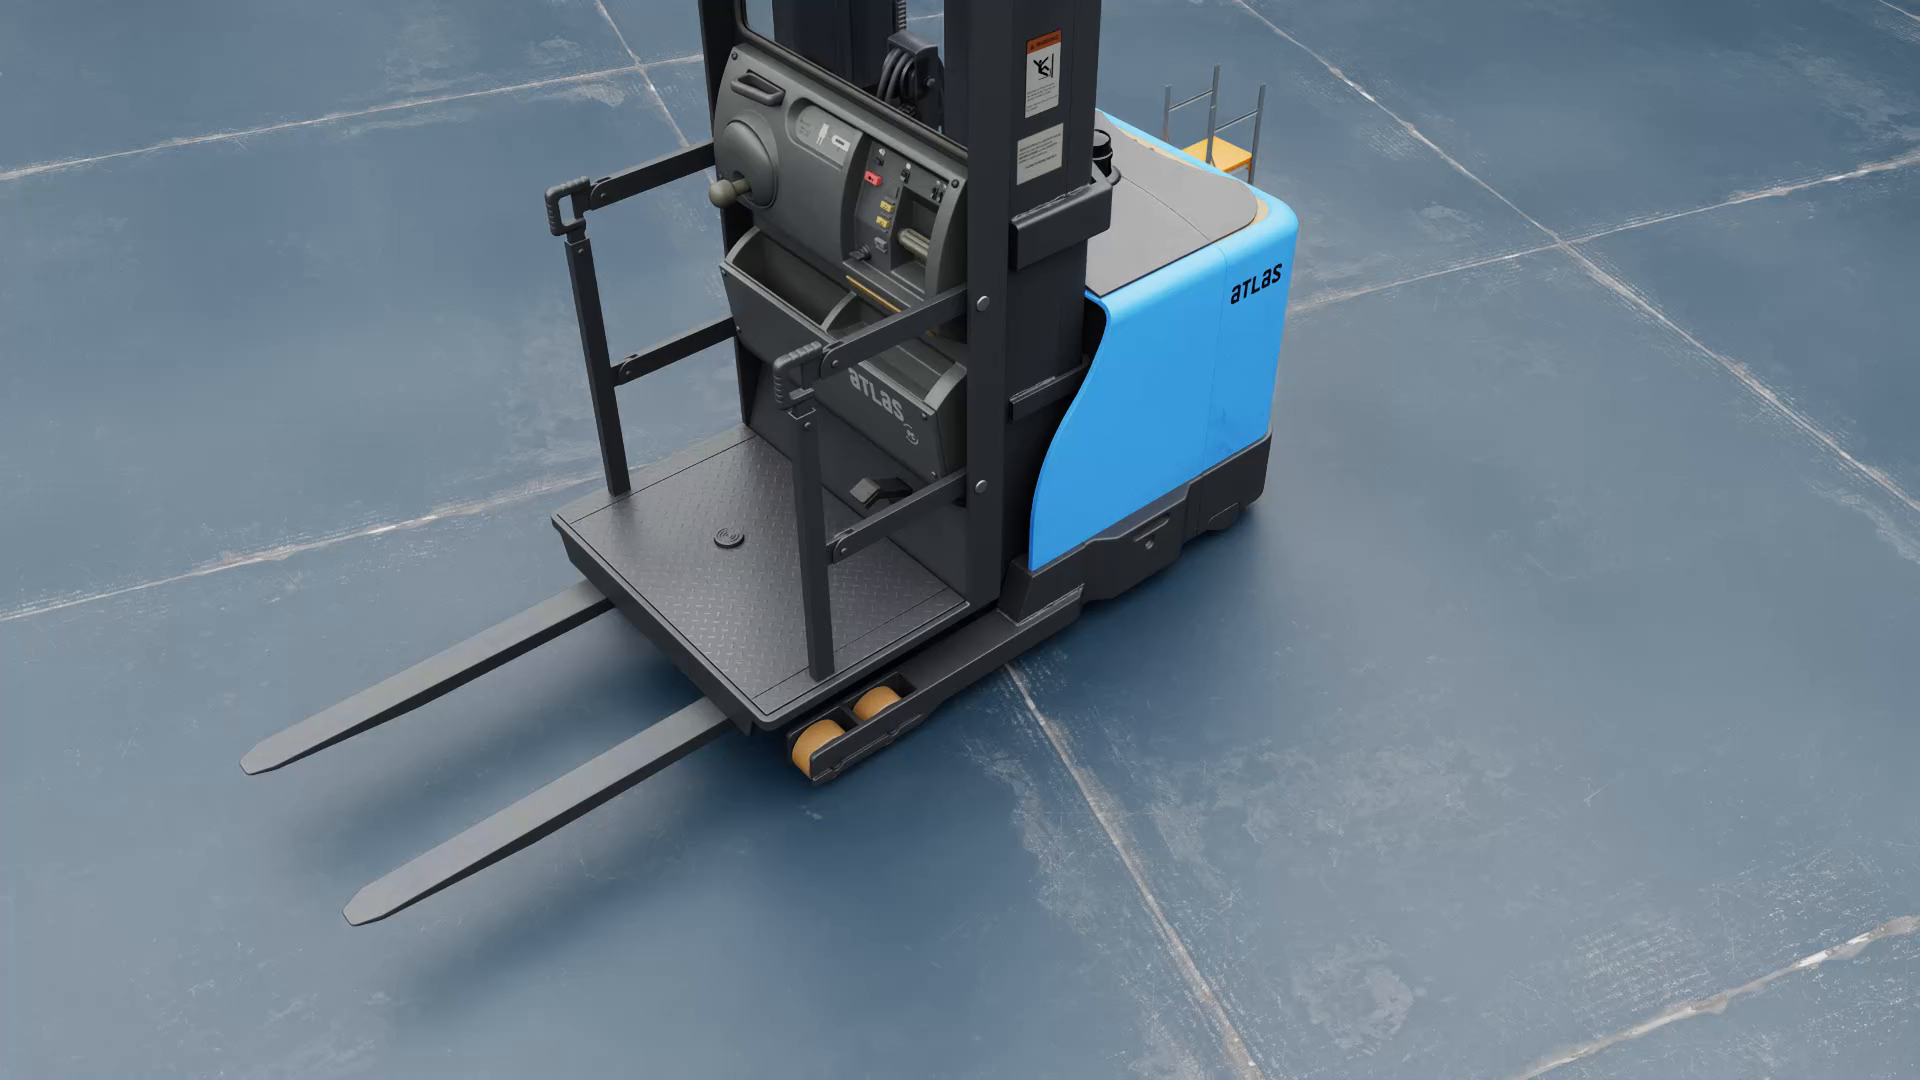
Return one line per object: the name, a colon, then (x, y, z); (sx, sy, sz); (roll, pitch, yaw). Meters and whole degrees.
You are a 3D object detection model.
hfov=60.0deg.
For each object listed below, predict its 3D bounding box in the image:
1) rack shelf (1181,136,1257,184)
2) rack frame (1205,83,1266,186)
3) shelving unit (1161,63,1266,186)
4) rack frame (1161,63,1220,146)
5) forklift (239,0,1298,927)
rack shelf: (0.769, -1.153, 5.186); (0.258, 0.103, 0.180); (-30, 49, -30)
rack frame: (0.830, -0.869, 5.340); (0.240, 1.200, 0.006); (-30, 49, -30)
shelving unit: (0.769, -0.914, 5.392); (0.258, 1.200, 0.189); (-30, 49, -30)
rack frame: (0.709, -0.958, 5.444); (0.240, 1.200, 0.006); (-30, 49, -30)
forklift: (-0.474, -0.849, 3.989); (3.031, 2.935, 1.130); (-29, 48, -29)
